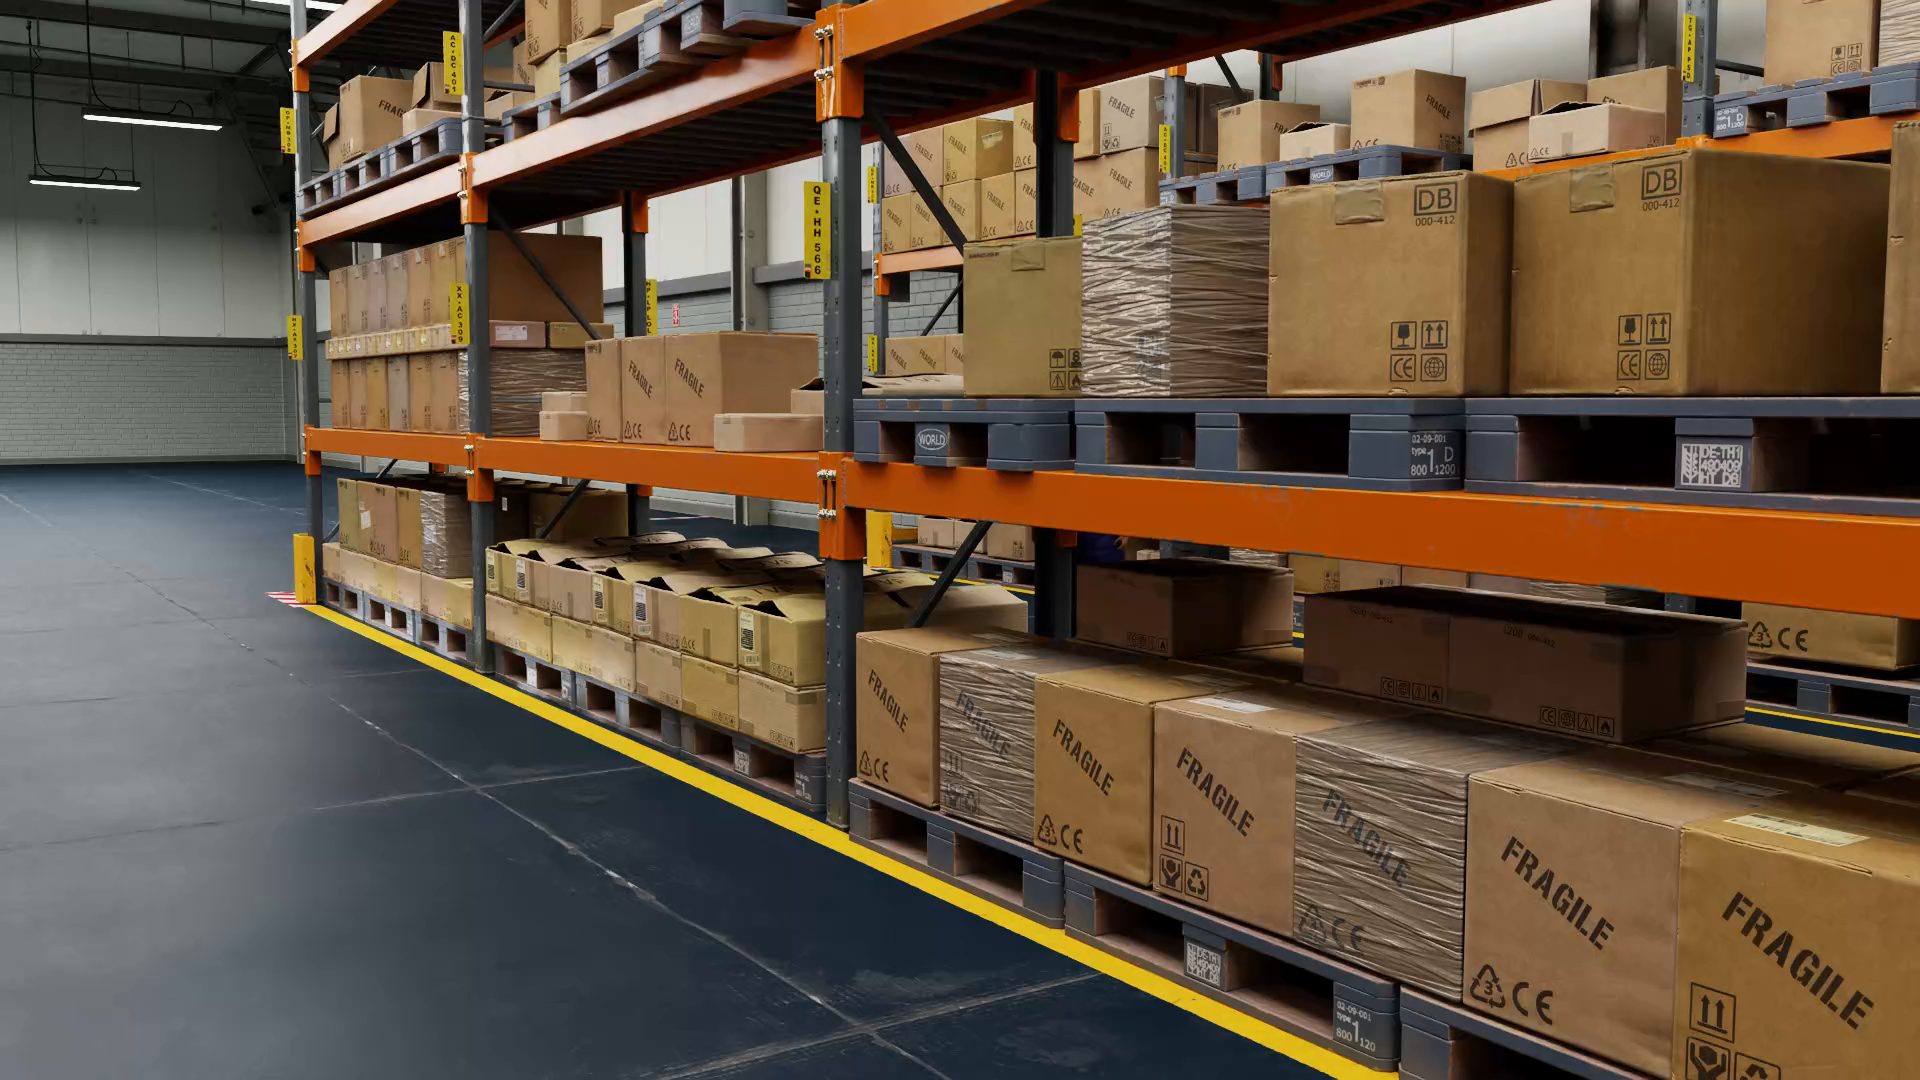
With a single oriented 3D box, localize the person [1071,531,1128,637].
[{"bbox_3d":[0.723,-0.075,9.020,0.337,1.652,0.538,-3,6,-33],"label":"person"}]
